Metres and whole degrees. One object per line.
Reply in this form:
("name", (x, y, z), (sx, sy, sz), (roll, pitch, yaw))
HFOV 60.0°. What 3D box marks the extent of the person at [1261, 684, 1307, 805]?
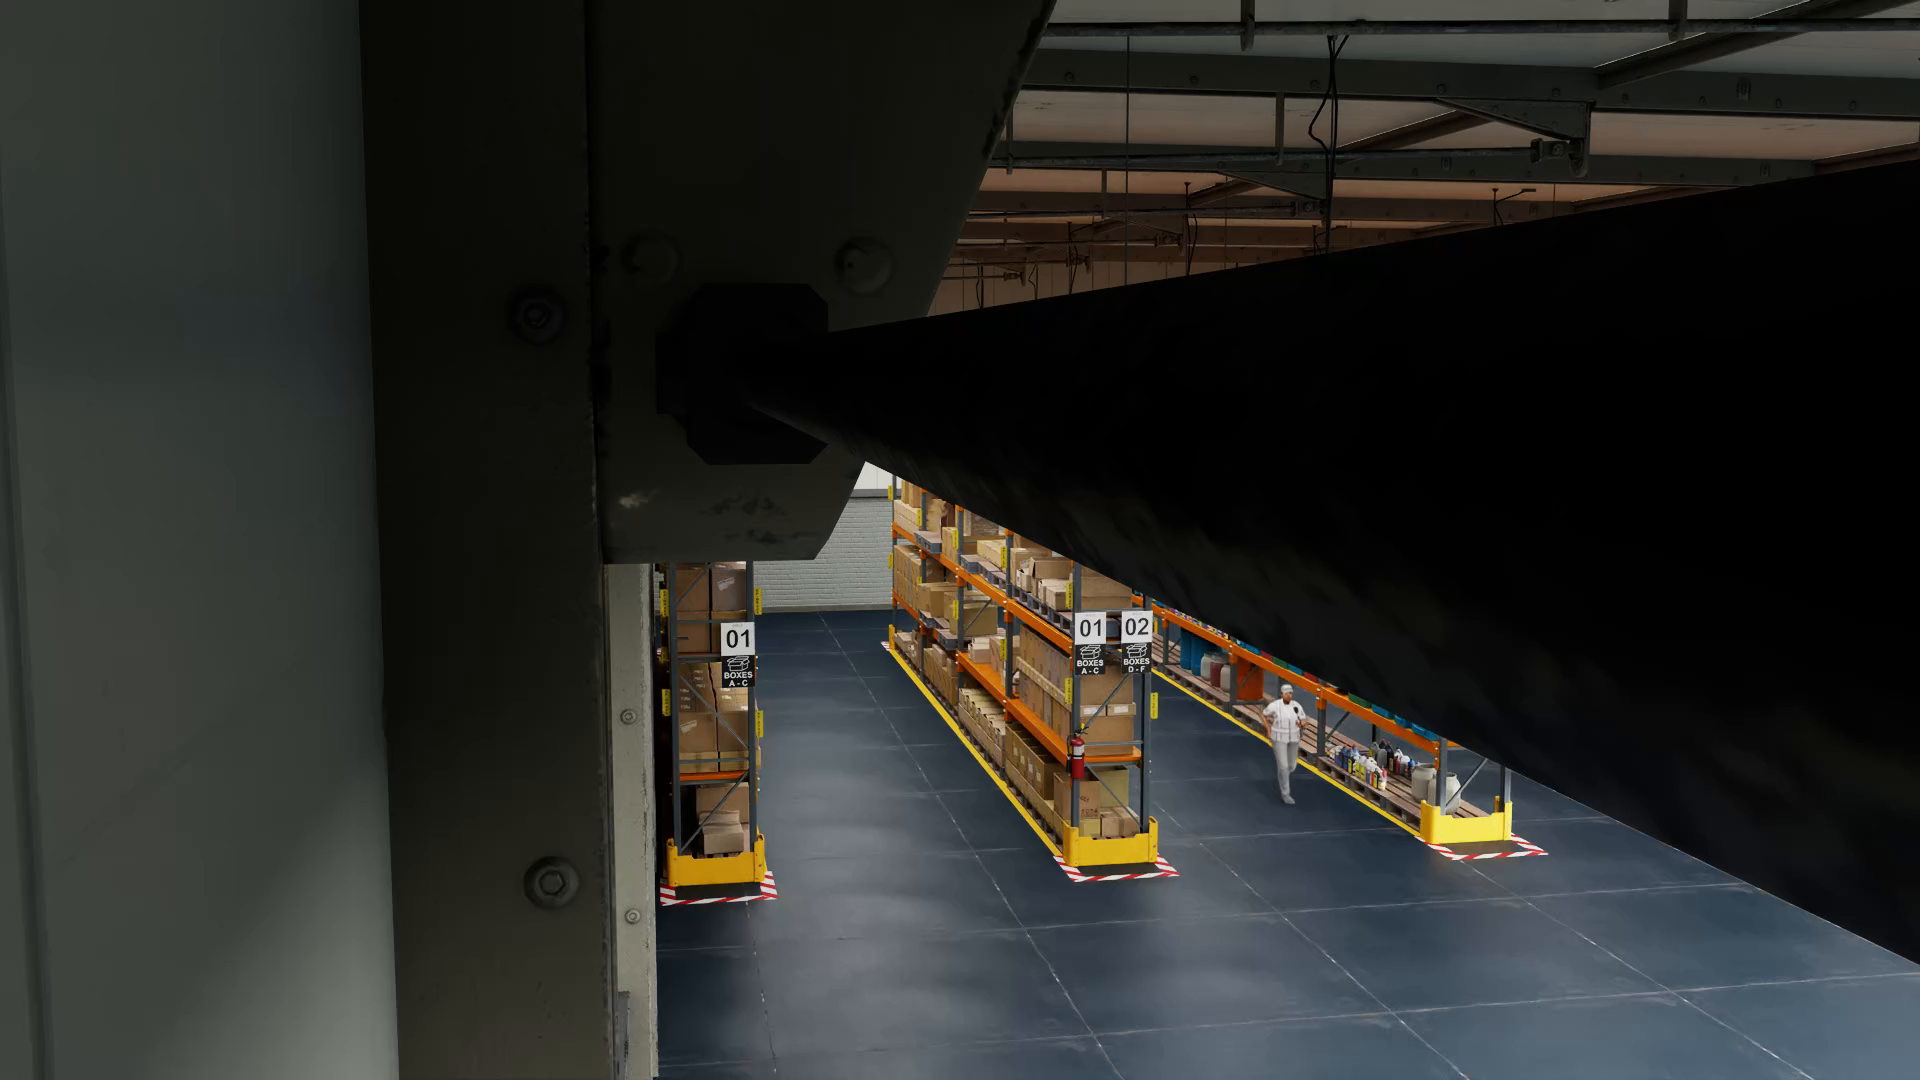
("person", (4.698, 2.896, 24.006), (0.608, 1.650, 0.943), (-1, 6, -10))
